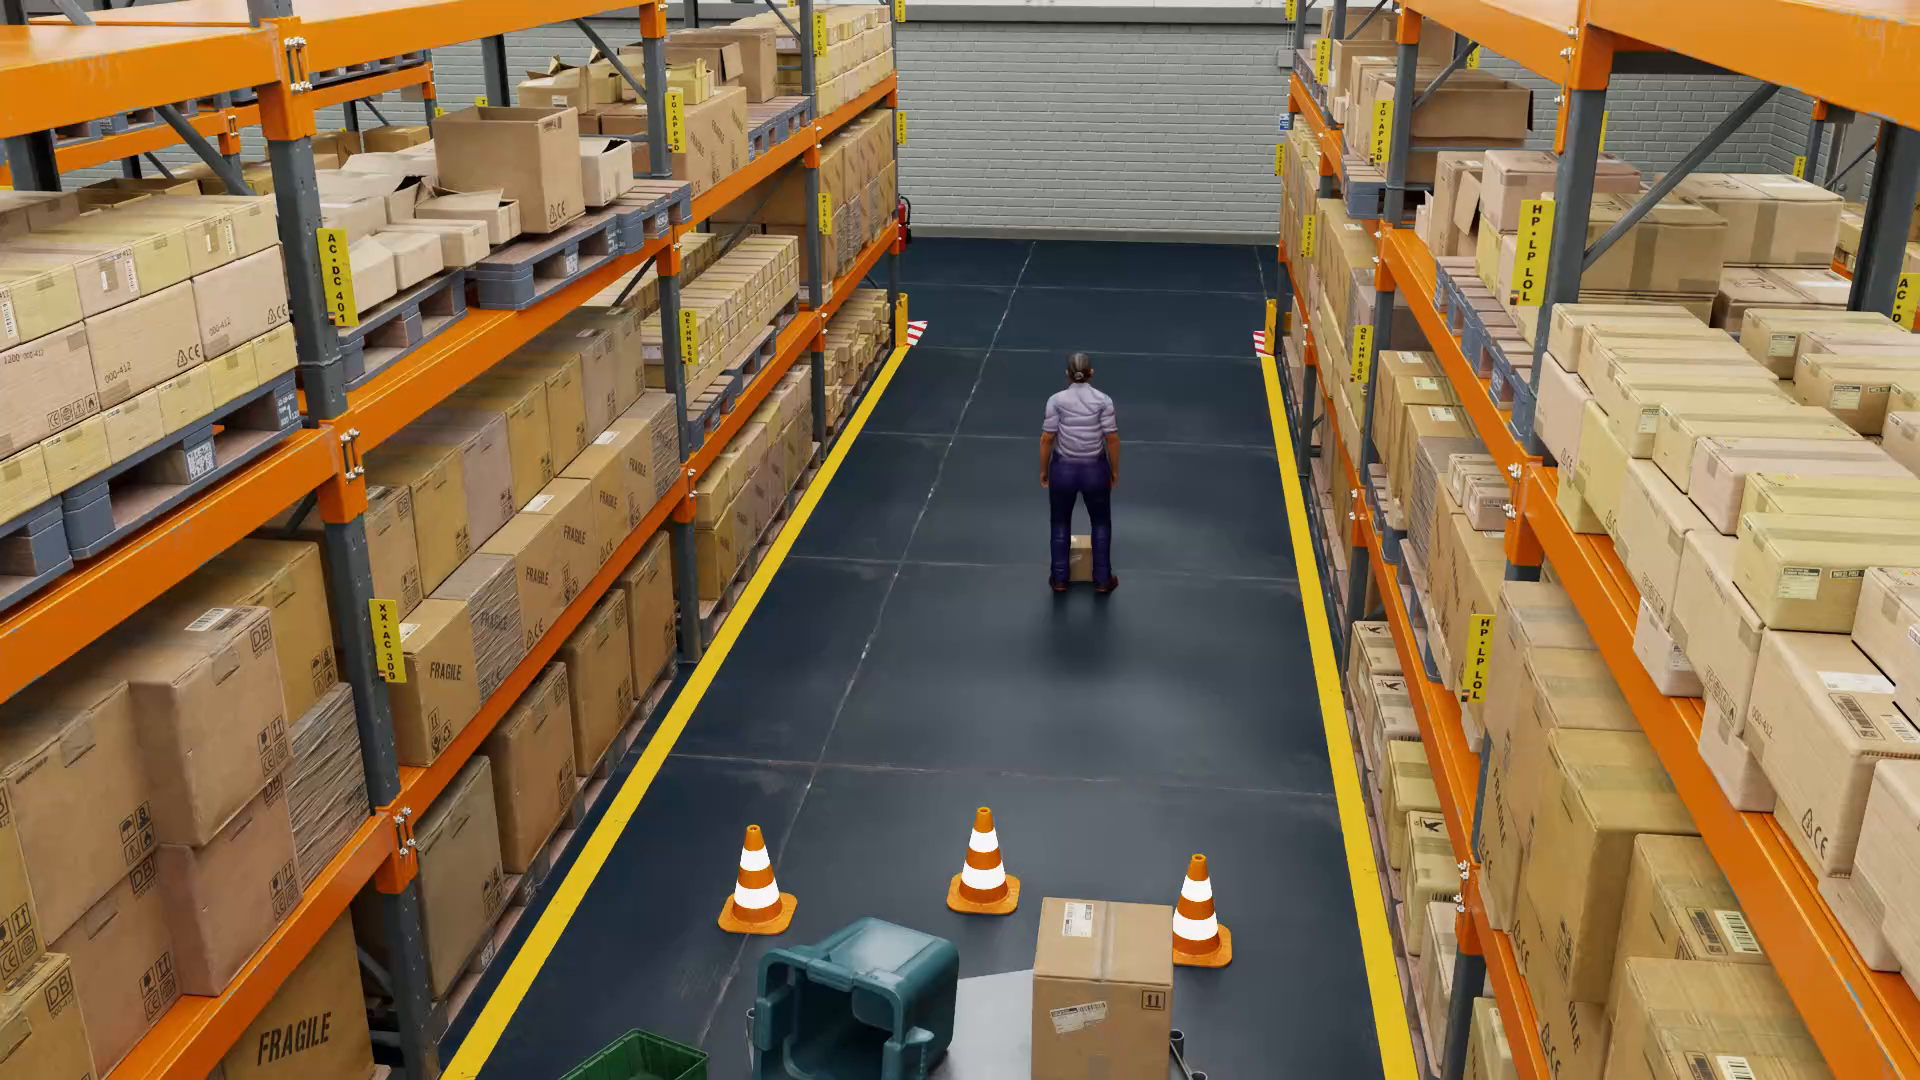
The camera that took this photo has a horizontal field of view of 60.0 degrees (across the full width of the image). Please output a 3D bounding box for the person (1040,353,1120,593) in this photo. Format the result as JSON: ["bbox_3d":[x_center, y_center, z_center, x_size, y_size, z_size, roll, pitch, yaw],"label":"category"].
[{"bbox_3d":[0.816,-0.440,11.222,0.558,1.652,0.368,2,21,5],"label":"person"}]
